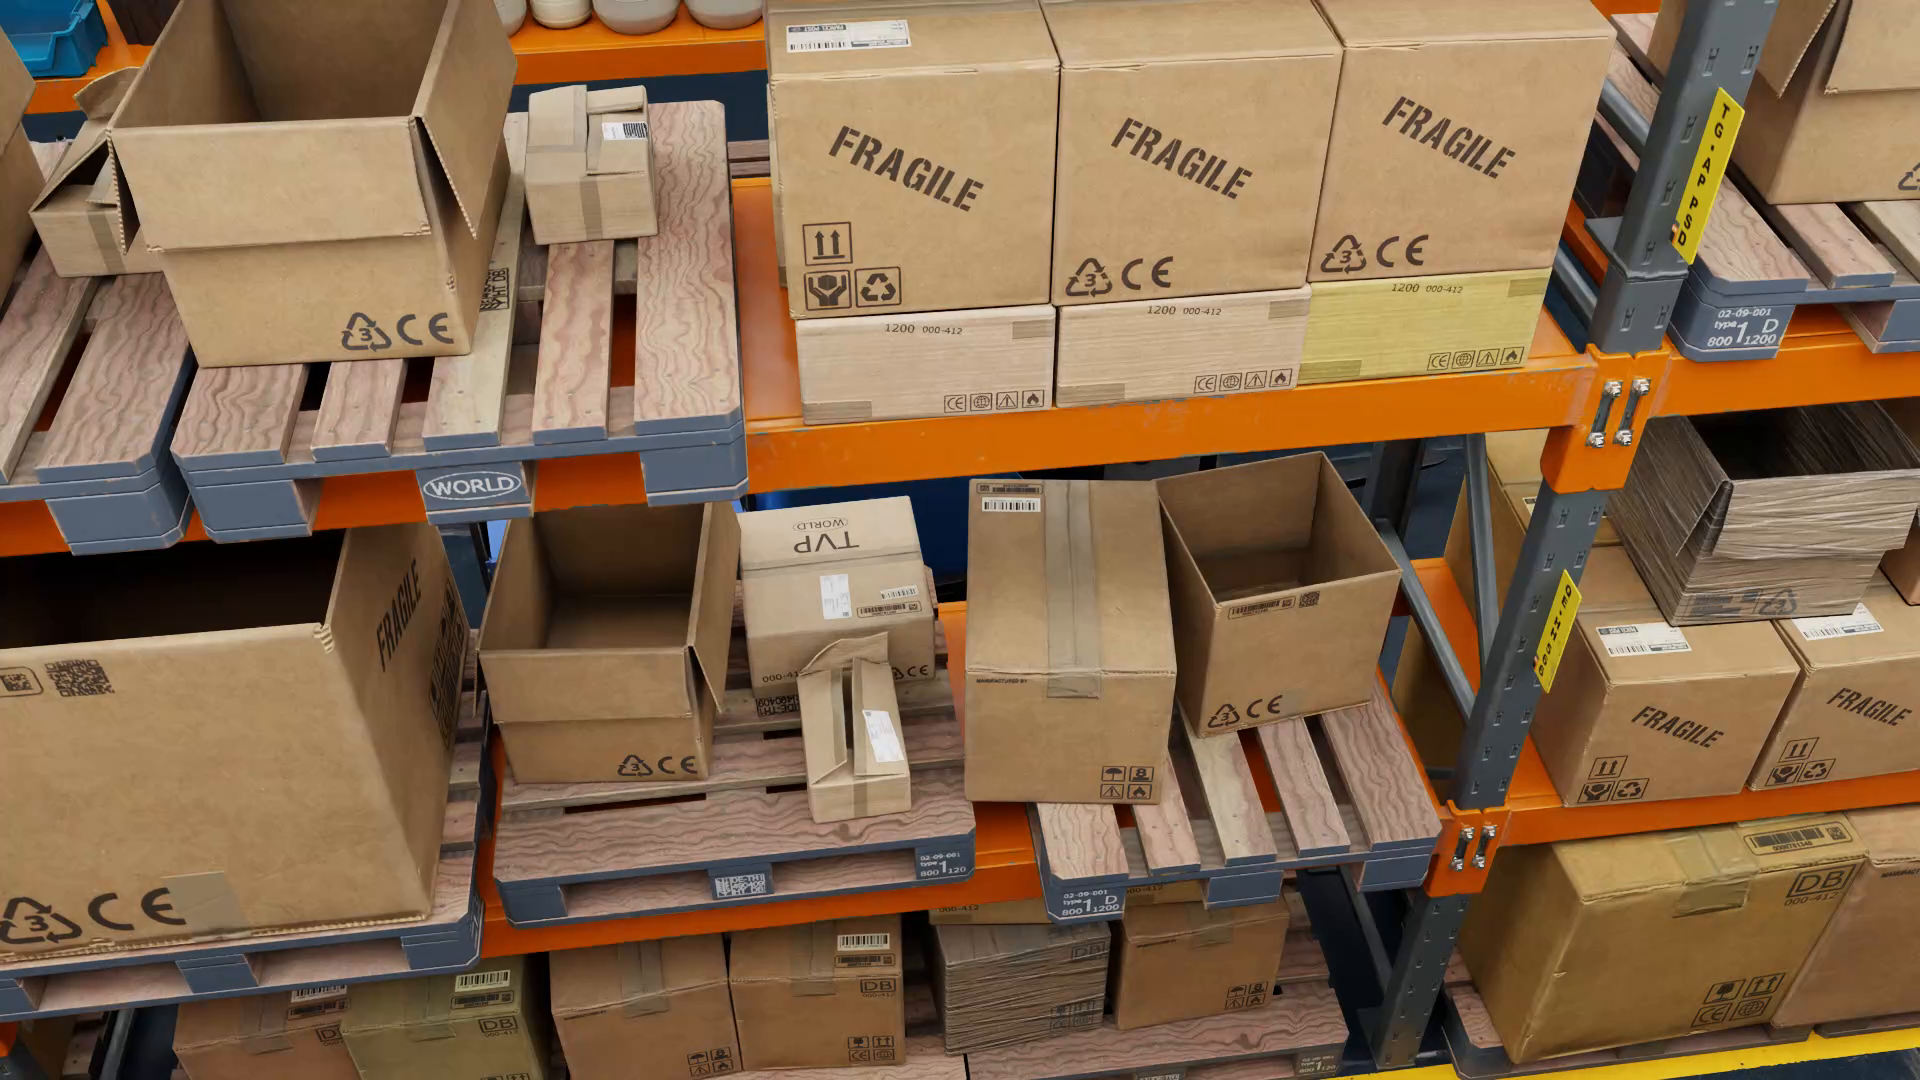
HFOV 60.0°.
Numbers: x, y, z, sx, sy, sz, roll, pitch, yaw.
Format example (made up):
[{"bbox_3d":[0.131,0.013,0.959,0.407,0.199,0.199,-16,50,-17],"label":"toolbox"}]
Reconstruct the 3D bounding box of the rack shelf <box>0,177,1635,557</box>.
[{"bbox_3d":[-0.644,-0.413,3.766,4.000,0.370,1.077,-5,42,-6],"label":"rack shelf"}]

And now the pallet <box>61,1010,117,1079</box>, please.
[{"bbox_3d":[-3.288,1.725,5.180,1.213,0.211,1.003,-5,42,-6],"label":"pallet"}]

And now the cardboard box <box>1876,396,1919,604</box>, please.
[{"bbox_3d":[2.713,-0.257,4.472,0.637,0.503,0.797,-4,42,-5],"label":"cardboard box"}]

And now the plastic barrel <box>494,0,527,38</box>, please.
[{"bbox_3d":[-2.292,-2.670,7.869,0.433,0.535,0.433,0,42,0],"label":"plastic barrel"}]

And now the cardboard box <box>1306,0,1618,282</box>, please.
[{"bbox_3d":[0.898,-0.869,3.286,0.500,0.500,0.500,-4,42,-4],"label":"cardboard box"}]

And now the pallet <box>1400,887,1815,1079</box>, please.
[{"bbox_3d":[2.131,1.277,5.677,1.213,0.211,1.003,-5,42,-6],"label":"pallet"}]

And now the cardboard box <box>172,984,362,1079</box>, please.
[{"bbox_3d":[-2.015,1.333,5.070,0.500,0.500,0.700,-8,43,-9],"label":"cardboard box"}]

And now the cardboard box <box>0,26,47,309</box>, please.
[{"bbox_3d":[-2.148,-0.676,3.129,0.637,0.503,0.797,-7,43,-8],"label":"cardboard box"}]

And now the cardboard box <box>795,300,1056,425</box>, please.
[{"bbox_3d":[-0.089,-0.500,3.437,0.500,0.250,0.500,-4,42,-4],"label":"cardboard box"}]

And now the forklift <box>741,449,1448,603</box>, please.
[{"bbox_3d":[0.602,-1.207,6.400,3.031,2.935,1.130,-11,43,-12],"label":"forklift"}]

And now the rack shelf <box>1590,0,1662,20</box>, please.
[{"bbox_3d":[2.680,-2.936,8.802,4.000,0.370,1.077,-5,42,-6],"label":"rack shelf"}]

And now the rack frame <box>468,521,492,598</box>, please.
[{"bbox_3d":[-1.843,-0.144,6.290,0.032,1.500,0.500,-11,43,-12],"label":"rack frame"}]

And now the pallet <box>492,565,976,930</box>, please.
[{"bbox_3d":[-0.618,0.530,4.566,1.213,0.211,1.003,-5,42,-6],"label":"pallet"}]

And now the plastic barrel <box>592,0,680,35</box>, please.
[{"bbox_3d":[-1.565,-2.734,7.940,0.433,0.535,0.433,0,42,0],"label":"plastic barrel"}]

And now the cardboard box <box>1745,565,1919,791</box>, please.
[{"bbox_3d":[2.368,0.315,4.586,0.500,0.500,0.500,-6,42,-7],"label":"cardboard box"}]

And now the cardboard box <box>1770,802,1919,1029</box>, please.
[{"bbox_3d":[2.911,0.775,5.424,0.875,0.875,1.225,-5,42,-5],"label":"cardboard box"}]

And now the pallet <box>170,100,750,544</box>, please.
[{"bbox_3d":[-0.973,-0.512,3.478,1.003,0.211,1.213,-5,42,-6],"label":"pallet"}]

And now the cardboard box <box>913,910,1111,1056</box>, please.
[{"bbox_3d":[0.129,1.153,5.270,0.500,0.500,0.700,-8,43,-9],"label":"cardboard box"}]

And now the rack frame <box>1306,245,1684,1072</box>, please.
[{"bbox_3d":[1.339,0.260,4.722,0.127,3.000,1.000,-5,42,-6],"label":"rack frame"}]

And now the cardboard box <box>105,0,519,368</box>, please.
[{"bbox_3d":[-1.214,-0.758,3.221,0.637,0.503,0.797,-3,42,-4],"label":"cardboard box"}]

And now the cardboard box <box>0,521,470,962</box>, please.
[{"bbox_3d":[-1.821,0.253,3.969,1.000,1.000,1.000,-5,42,-5],"label":"cardboard box"}]

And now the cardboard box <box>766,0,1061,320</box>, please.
[{"bbox_3d":[-0.101,-0.784,3.193,0.500,0.500,0.500,-4,42,-5],"label":"cardboard box"}]

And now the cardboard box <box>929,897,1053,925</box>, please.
[{"bbox_3d":[0.154,0.877,5.016,0.500,0.250,0.500,-1,42,-1],"label":"cardboard box"}]

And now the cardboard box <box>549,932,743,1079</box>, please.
[{"bbox_3d":[-0.985,1.255,5.156,0.500,0.500,0.700,-8,43,-9],"label":"cardboard box"}]

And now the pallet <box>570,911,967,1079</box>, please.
[{"bbox_3d":[-0.643,1.466,5.467,1.213,0.211,1.003,-5,42,-6],"label":"pallet"}]

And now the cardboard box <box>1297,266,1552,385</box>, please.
[{"bbox_3d":[0.900,-0.594,3.541,0.500,0.250,0.500,-5,42,-5],"label":"cardboard box"}]

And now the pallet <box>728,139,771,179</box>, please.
[{"bbox_3d":[-1.283,-1.849,9.142,1.213,0.211,1.003,-5,42,-6],"label":"pallet"}]

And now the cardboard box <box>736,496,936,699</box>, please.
[{"bbox_3d":[-0.352,0.153,4.640,0.500,0.250,0.500,-6,42,-7],"label":"cardboard box"}]

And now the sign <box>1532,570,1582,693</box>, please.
[{"bbox_3d":[1.419,0.219,3.962,0.005,0.325,0.100,-5,42,-6],"label":"sign"}]

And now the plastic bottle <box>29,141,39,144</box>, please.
[{"bbox_3d":[-4.916,-1.998,8.875,0.185,0.351,0.144,-3,42,-4],"label":"plastic bottle"}]

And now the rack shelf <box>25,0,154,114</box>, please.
[{"bbox_3d":[-5.252,-2.241,8.032,4.000,0.370,1.077,-5,42,-6],"label":"rack shelf"}]

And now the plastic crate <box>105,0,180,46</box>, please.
[{"bbox_3d":[-3.805,-2.698,8.048,0.504,0.338,0.767,-5,42,-6],"label":"plastic crate"}]

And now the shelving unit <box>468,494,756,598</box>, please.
[{"bbox_3d":[-1.355,-0.240,6.396,1.048,1.500,0.538,-11,43,-12],"label":"shelving unit"}]

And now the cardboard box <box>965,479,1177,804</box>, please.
[{"bbox_3d":[0.268,0.255,4.339,0.500,0.500,0.700,1,42,1],"label":"cardboard box"}]

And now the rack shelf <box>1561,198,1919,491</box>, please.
[{"bbox_3d":[3.322,-0.760,4.151,4.000,0.370,1.077,-5,42,-6],"label":"rack shelf"}]

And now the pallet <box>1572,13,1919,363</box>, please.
[{"bbox_3d":[1.971,-0.875,3.882,1.003,0.211,1.213,-3,42,-4],"label":"pallet"}]

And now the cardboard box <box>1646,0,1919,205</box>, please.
[{"bbox_3d":[1.935,-1.149,3.654,0.637,0.503,0.797,-3,42,-3],"label":"cardboard box"}]
